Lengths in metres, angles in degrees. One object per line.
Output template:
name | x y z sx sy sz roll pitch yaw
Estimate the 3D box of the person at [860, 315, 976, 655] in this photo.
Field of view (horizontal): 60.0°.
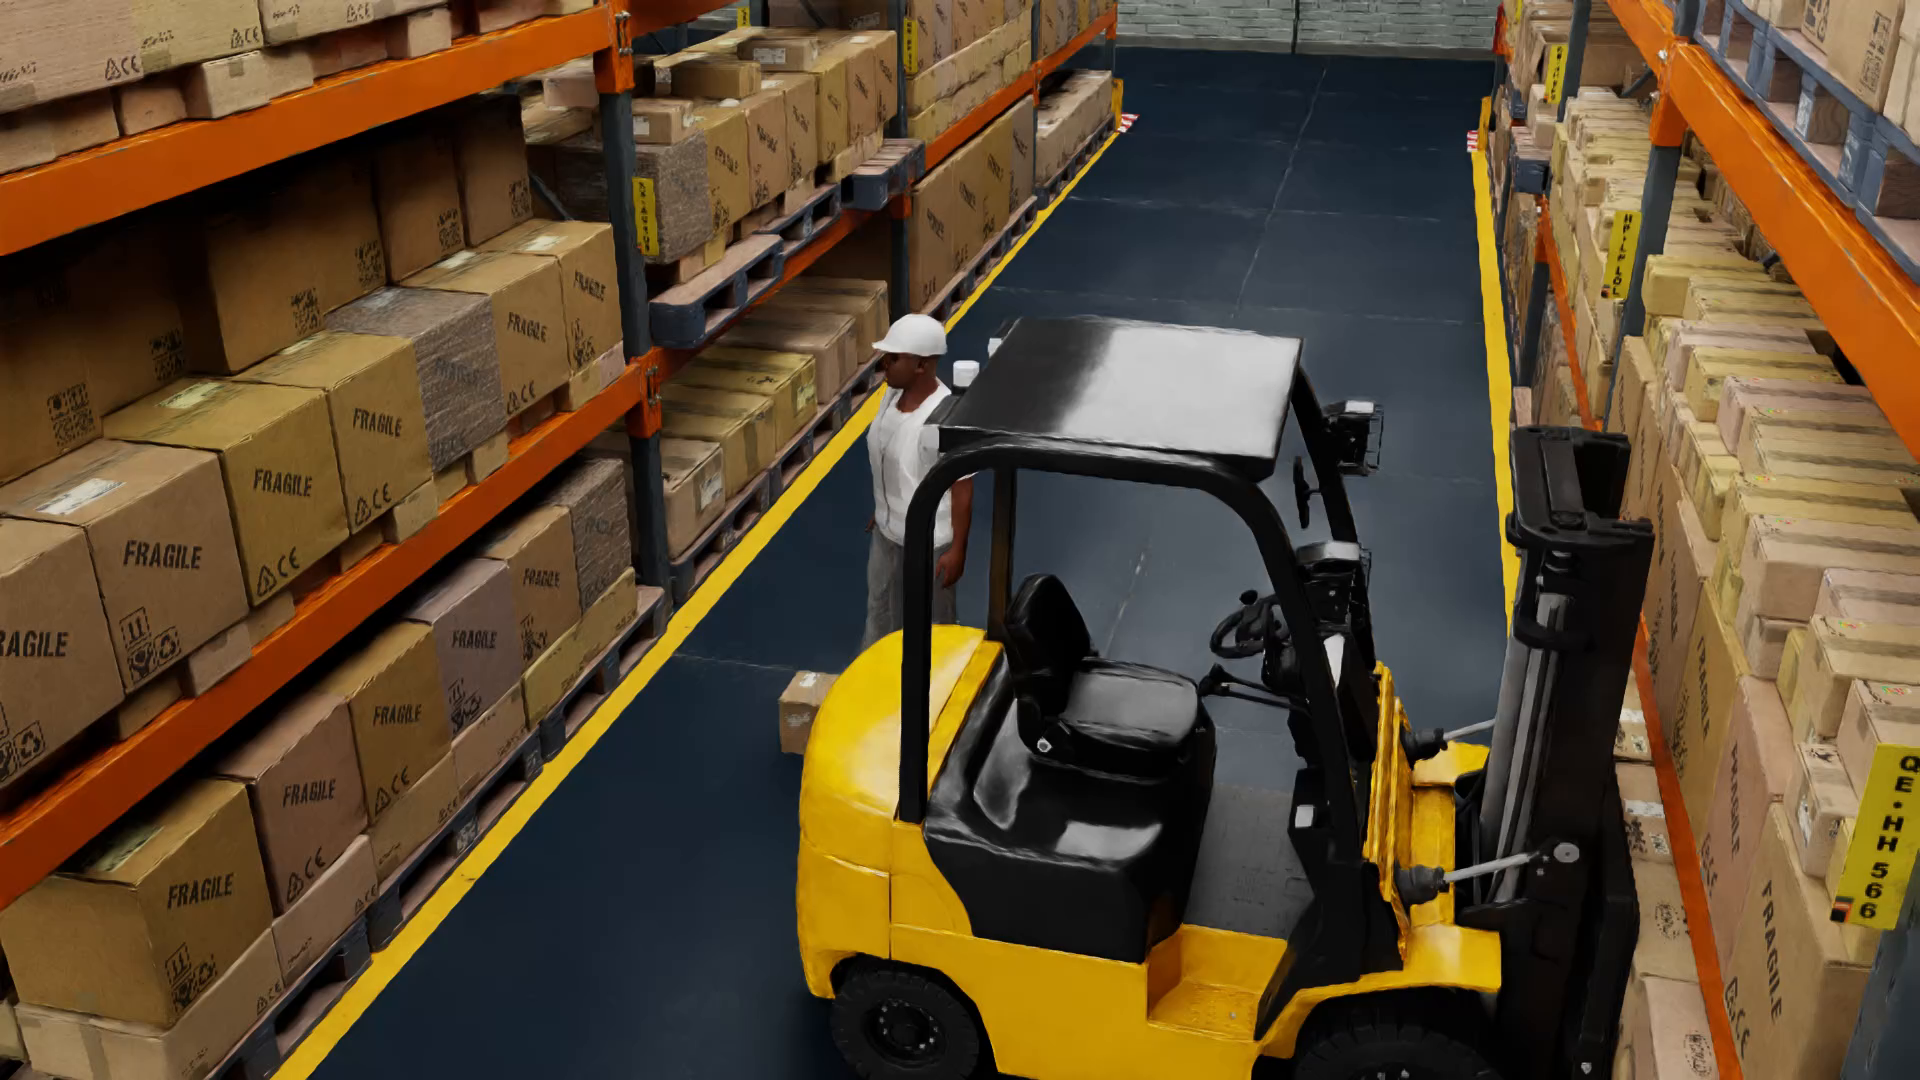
person | -0.242 -0.024 6.606 0.571 1.769 0.578 -16 29 -30
